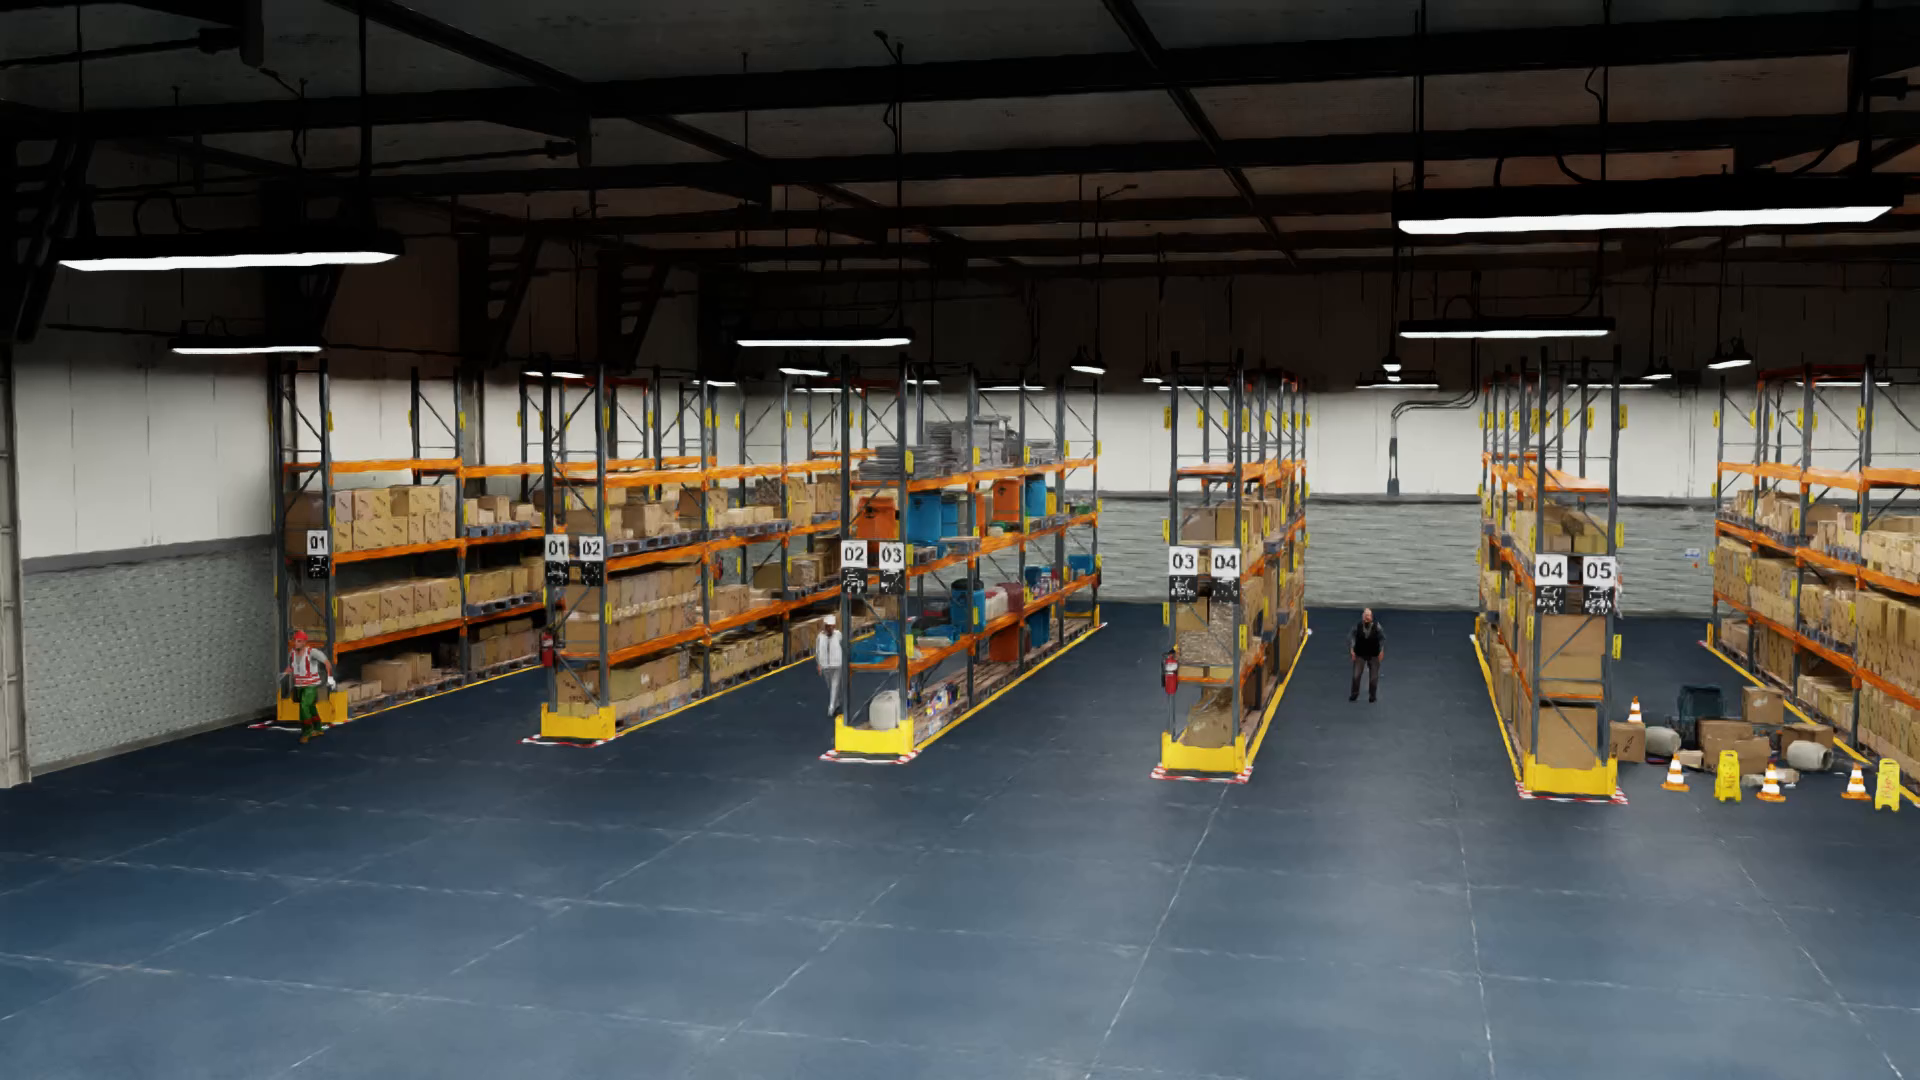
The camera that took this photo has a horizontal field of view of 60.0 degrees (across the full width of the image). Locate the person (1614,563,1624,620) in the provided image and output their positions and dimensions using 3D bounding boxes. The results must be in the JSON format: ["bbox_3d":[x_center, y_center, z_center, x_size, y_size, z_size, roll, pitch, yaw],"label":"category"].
[{"bbox_3d":[16.106,1.165,41.086,0.578,1.779,0.589,-3,5,-39],"label":"person"}]

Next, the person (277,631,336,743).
[{"bbox_3d":[-10.230,2.266,26.039,0.703,1.722,0.835,2,4,20],"label":"person"}]

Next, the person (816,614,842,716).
[{"bbox_3d":[-2.207,2.107,28.337,0.543,1.698,1.115,1,4,17],"label":"person"}]

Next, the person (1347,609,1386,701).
[{"bbox_3d":[7.229,2.048,29.577,0.677,1.674,0.534,1,4,13],"label":"person"}]
